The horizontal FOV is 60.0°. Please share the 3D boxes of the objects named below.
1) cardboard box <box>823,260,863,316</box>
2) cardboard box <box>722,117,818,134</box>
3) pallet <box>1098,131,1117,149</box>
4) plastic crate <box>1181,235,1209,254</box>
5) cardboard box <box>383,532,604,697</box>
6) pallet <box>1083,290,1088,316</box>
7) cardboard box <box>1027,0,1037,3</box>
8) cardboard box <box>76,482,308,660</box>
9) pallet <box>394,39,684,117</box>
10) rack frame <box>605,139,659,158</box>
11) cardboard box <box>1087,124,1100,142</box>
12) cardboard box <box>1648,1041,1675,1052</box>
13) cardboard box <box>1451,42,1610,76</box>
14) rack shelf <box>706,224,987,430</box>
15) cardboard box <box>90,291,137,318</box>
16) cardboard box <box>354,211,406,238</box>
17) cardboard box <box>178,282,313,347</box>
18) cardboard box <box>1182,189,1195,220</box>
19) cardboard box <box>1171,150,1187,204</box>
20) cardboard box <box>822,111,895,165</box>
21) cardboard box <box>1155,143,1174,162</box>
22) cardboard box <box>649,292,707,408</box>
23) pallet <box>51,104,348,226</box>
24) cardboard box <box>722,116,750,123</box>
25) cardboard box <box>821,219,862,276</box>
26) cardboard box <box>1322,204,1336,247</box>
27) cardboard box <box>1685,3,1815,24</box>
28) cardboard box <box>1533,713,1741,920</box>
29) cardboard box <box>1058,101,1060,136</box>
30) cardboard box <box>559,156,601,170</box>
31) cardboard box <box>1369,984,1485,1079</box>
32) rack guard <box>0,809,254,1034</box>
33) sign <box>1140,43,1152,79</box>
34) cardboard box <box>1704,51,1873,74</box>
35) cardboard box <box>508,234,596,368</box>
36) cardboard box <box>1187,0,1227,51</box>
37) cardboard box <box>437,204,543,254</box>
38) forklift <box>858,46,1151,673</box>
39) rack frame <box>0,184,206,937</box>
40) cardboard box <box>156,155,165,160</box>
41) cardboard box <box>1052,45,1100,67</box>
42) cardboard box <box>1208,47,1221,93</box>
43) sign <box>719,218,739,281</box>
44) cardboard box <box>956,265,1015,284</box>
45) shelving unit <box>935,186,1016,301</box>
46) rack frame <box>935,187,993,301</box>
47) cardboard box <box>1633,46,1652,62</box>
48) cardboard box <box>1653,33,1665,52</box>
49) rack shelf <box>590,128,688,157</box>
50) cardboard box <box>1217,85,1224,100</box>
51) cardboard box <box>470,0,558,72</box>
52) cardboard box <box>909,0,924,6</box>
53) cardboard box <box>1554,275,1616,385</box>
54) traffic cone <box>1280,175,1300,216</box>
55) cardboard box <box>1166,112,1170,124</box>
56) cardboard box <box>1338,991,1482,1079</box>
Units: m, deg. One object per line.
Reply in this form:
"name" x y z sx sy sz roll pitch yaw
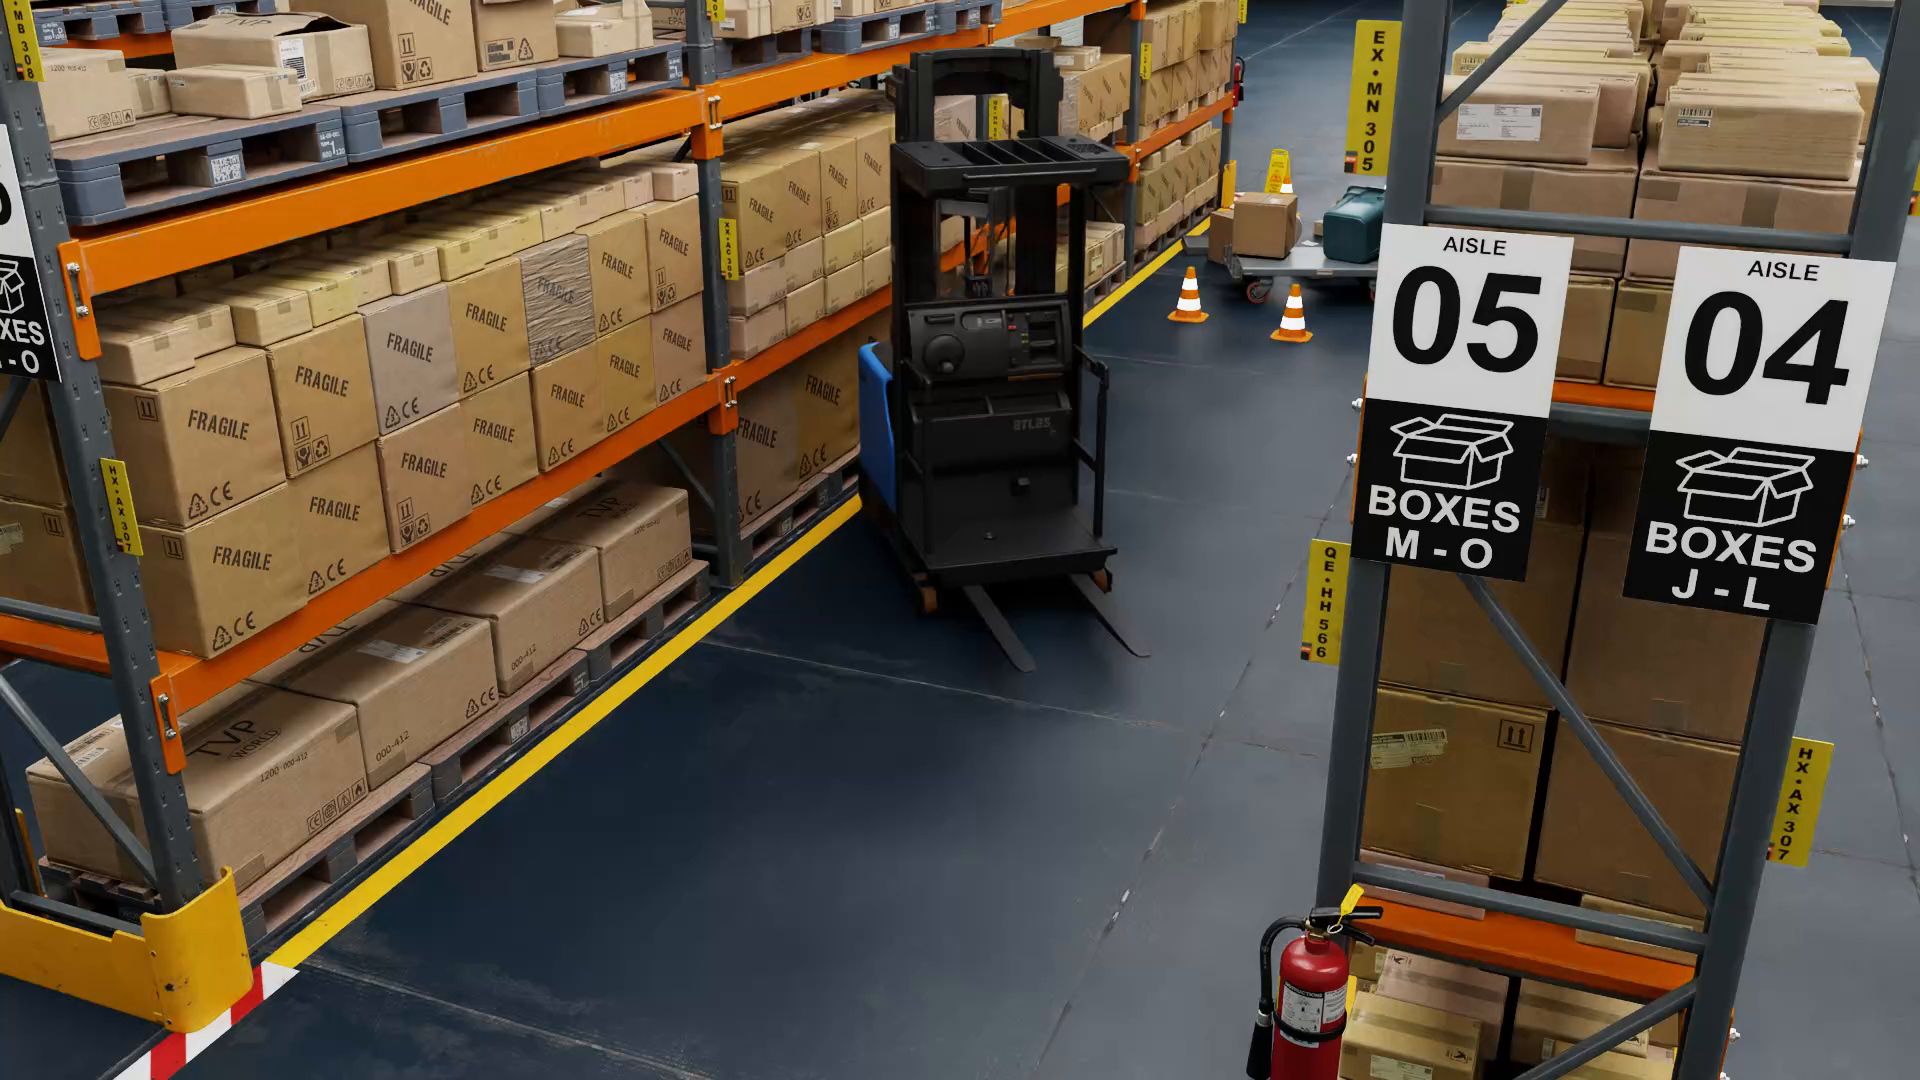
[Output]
"cardboard box" -0.938 -1.599 10.382 0.500 0.250 0.500 9 24 20
"cardboard box" -1.239 -2.438 10.768 0.500 0.500 0.500 9 24 21
"pallet" 0.810 -3.704 15.475 1.003 0.211 1.213 9 24 20
"plastic crate" 2.574 -3.142 17.670 0.402 0.080 0.583 1 23 2
"cardboard box" -2.407 0.336 8.334 0.875 0.438 0.875 8 24 18
"pallet" 0.490 -2.042 14.864 1.003 0.211 1.213 9 24 20
"cardboard box" 0.284 -4.596 13.334 0.797 0.503 0.637 9 24 20
"cardboard box" -2.783 0.072 6.056 0.500 0.500 0.500 9 24 20
"pallet" -2.056 -2.234 7.931 1.003 0.211 1.213 9 24 20
"rack frame" -3.381 -4.755 17.741 1.000 3.000 0.127 9 24 20
"cardboard box" 1.027 -3.619 14.802 0.380 0.149 0.250 9 24 20
"cardboard box" 2.201 1.630 5.609 0.380 0.149 0.250 9 24 21
"cardboard box" 1.531 -1.245 4.477 0.380 0.149 0.250 9 24 21
"rack shelf" -0.999 -1.566 11.041 1.077 0.370 4.000 9 24 20
"cardboard box" -3.209 -0.809 6.027 0.380 0.149 0.250 9 24 21
"cardboard box" -2.684 -1.371 7.372 0.380 0.149 0.250 9 24 20
"cardboard box" -2.605 -0.826 6.067 0.380 0.149 0.250 10 25 22
"cardboard box" 2.276 -3.702 18.243 0.500 0.250 0.500 8 24 18
"cardboard box" 2.081 -3.867 17.667 0.500 0.500 0.500 10 25 23
"cardboard box" -0.579 -2.537 11.006 0.500 0.500 0.500 9 24 20
"cardboard box" 1.991 -4.008 17.163 0.380 0.149 0.250 10 25 22
"cardboard box" -1.677 -1.026 8.685 0.500 0.500 0.500 9 24 21
"pallet" -2.962 -1.361 5.840 1.003 0.211 1.213 9 24 20
"cardboard box" -2.824 -4.888 19.787 0.500 0.250 0.500 8 24 19
"cardboard box" -0.937 -1.828 10.281 0.500 0.250 0.500 9 24 21
"cardboard box" 4.074 -3.061 16.748 0.797 0.637 0.503 9 24 20
"cardboard box" 2.649 -1.714 5.599 0.380 0.149 0.250 8 24 18
"cardboard box" 1.829 0.617 4.365 0.500 0.500 0.500 10 25 23
"cardboard box" 0.504 -3.497 13.671 0.500 0.500 0.500 9 24 21
"cardboard box" -2.100 -1.913 8.671 0.380 0.149 0.250 8 24 19
"cardboard box" 1.484 1.590 5.319 0.380 0.149 0.250 8 24 19
"rack guard" -3.237 1.411 6.223 1.175 0.500 0.348 9 24 20
"sign" 1.746 -4.501 15.633 0.100 0.325 0.005 9 24 20
"cardboard box" 2.108 -1.154 4.257 0.380 0.149 0.250 9 24 21
"cardboard box" -2.037 -1.118 7.607 0.500 0.500 0.500 9 24 21
"cardboard box" 2.439 -5.530 17.785 0.700 0.500 0.500 8 24 19
"cardboard box" -2.095 -1.385 7.406 0.380 0.149 0.250 8 24 19
"forklift" 0.229 -1.098 9.076 1.130 2.935 3.031 -6 23 -14
"rack frame" -3.228 0.249 5.762 1.000 3.000 0.127 9 24 20
"cardboard box" -5.772 -2.458 11.568 0.700 0.500 0.500 9 24 21
"cardboard box" 1.024 -4.276 14.692 0.380 0.149 0.250 8 24 19
"cardboard box" 2.579 -5.248 18.406 0.500 0.500 0.500 9 24 20
"sign" -1.226 -1.540 8.818 0.100 0.325 0.005 9 24 20
"cardboard box" 0.229 -2.061 14.157 0.950 0.372 0.625 8 24 19
"shelving unit" 0.121 -1.449 10.994 0.431 2.100 0.503 10 25 22
"rack frame" 0.023 -1.363 10.788 0.400 2.100 0.015 10 25 22
"cardboard box" 2.100 -1.562 5.752 0.500 0.250 0.500 9 24 21
"cardboard box" 2.752 -1.669 6.009 0.500 0.250 0.500 8 24 18
"rack shelf" -4.123 -3.707 16.166 1.077 0.370 4.000 9 24 20
"cardboard box" 2.784 -5.090 18.869 0.380 0.149 0.250 8 24 19
"cardboard box" -2.213 -2.367 7.324 0.797 0.503 0.637 11 25 24
"cardboard box" -0.443 -3.587 10.683 0.396 0.266 0.258 8 24 19
"cardboard box" 1.329 -0.594 4.083 0.500 0.250 0.500 8 24 19
"traffic cone" 3.753 -3.968 19.148 0.336 0.463 0.334 9 24 20
"cardboard box" 1.954 -4.377 17.162 0.380 0.149 0.250 9 24 20
"cardboard box" 1.367 1.543 5.046 0.380 0.149 0.250 9 24 21
